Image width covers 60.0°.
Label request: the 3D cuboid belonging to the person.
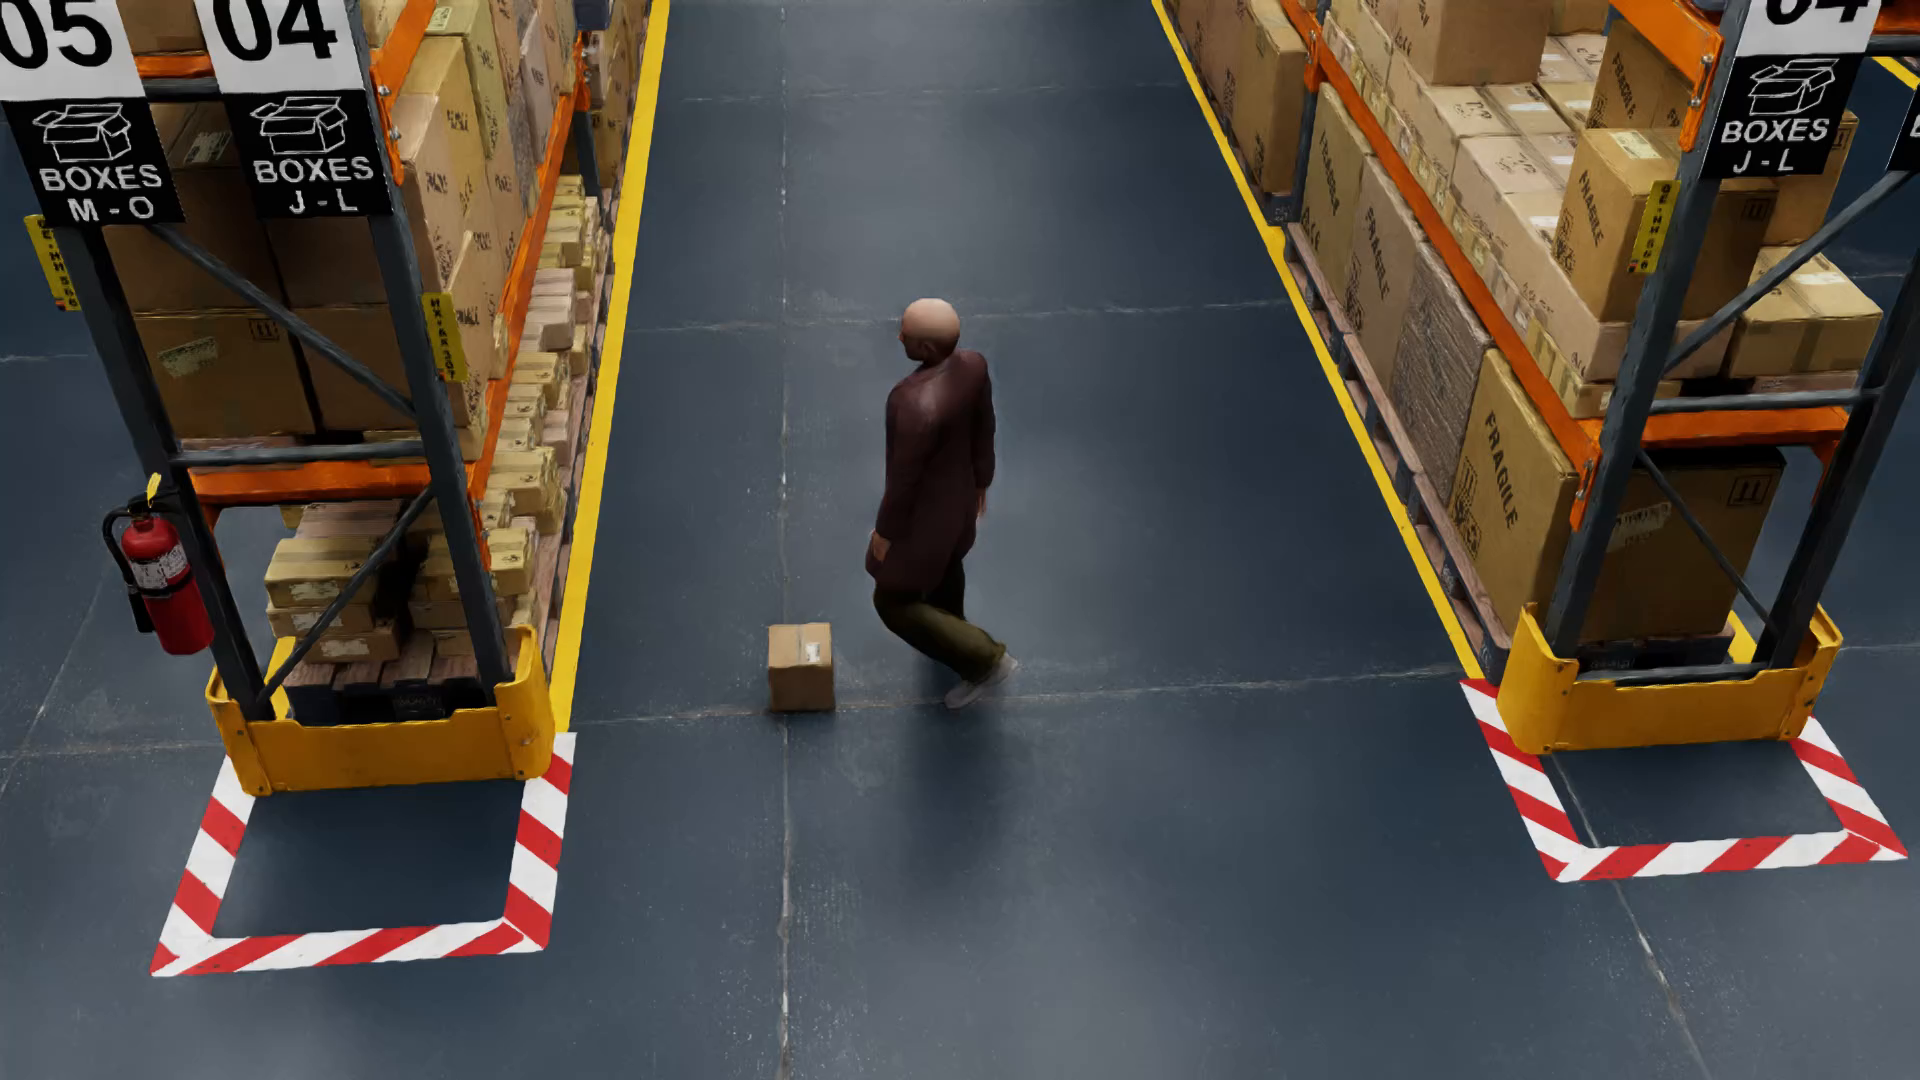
[{"bbox_3d":[-0.050,-0.134,6.306,0.704,1.771,0.695,15,41,18],"label":"person"}]
